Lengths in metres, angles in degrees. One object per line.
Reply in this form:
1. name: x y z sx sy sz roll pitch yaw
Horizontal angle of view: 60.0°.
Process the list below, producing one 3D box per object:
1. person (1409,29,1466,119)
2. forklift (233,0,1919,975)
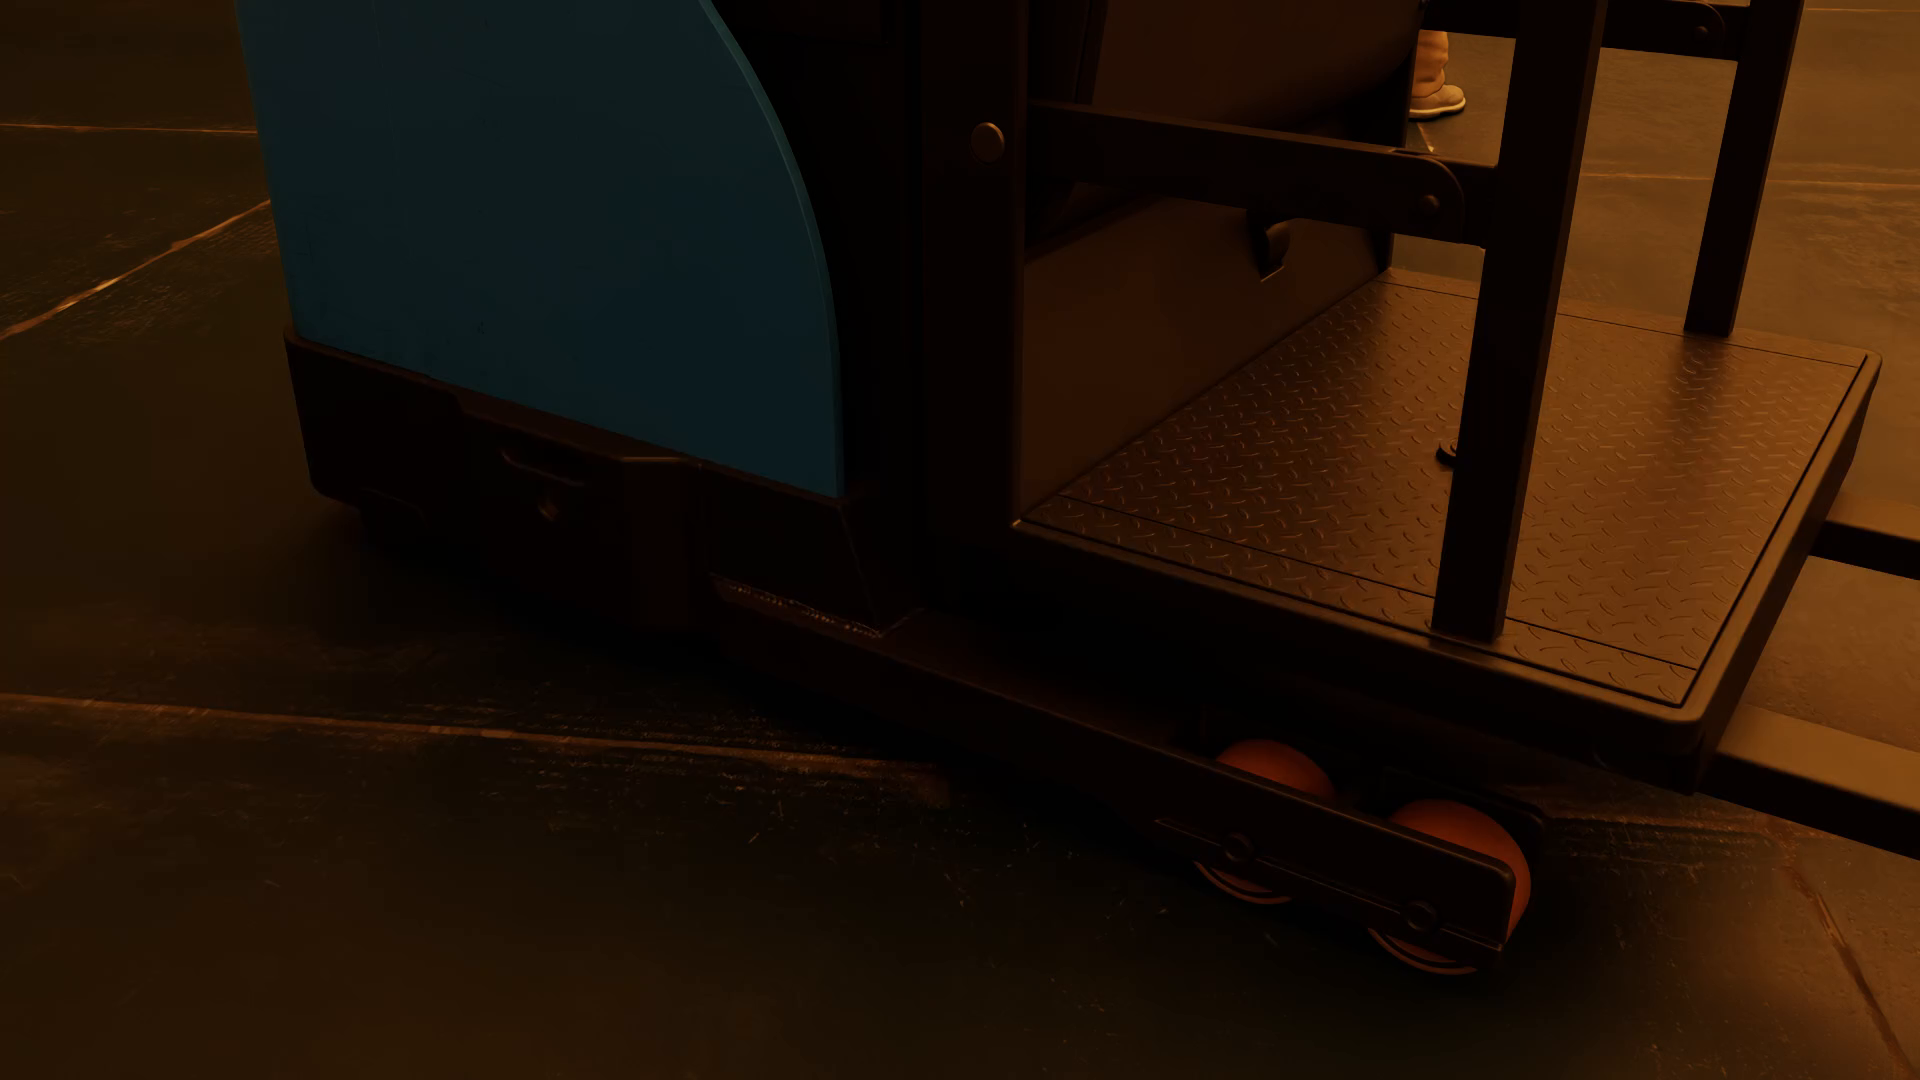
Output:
1. person: 1.254 -2.121 4.816 0.607 1.727 0.397 10 28 19
2. forklift: 0.521 -1.155 1.532 3.031 2.935 1.130 17 31 30
